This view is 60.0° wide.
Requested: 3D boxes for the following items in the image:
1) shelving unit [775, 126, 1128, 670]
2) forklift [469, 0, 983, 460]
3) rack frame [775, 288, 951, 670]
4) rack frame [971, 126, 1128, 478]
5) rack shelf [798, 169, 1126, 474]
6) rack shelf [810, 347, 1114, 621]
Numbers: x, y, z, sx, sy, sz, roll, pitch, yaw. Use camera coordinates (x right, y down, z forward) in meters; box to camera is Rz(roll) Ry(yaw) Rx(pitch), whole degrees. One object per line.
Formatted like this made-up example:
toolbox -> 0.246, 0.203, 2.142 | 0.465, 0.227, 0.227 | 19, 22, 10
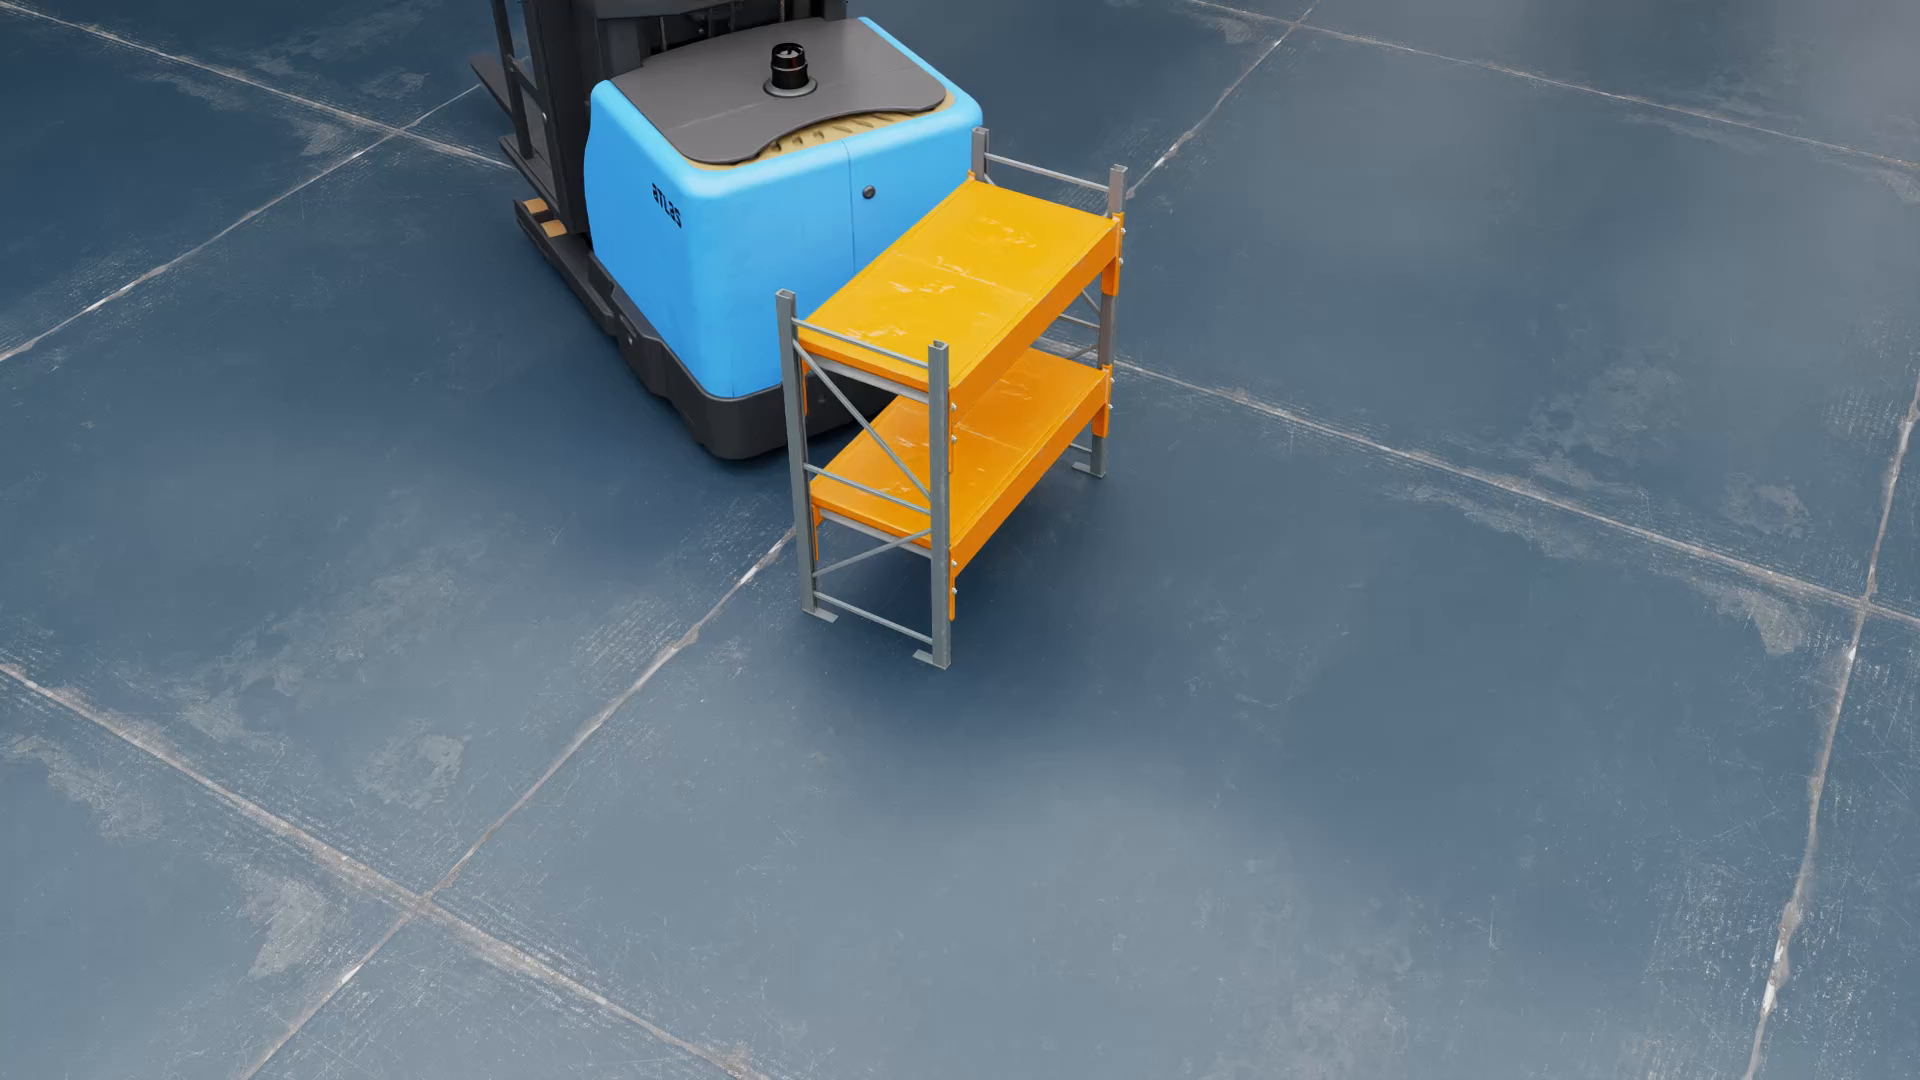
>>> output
shelving unit -> 0.003, -0.426, 4.883 | 0.538, 1.125, 1.048 | 21, 45, 22
forklift -> -1.099, -2.319, 5.665 | 1.130, 2.935, 3.031 | -22, 46, -23
rack frame -> -0.251, -0.135, 4.552 | 0.500, 1.125, 0.032 | 21, 45, 22
rack frame -> 0.258, -0.717, 5.213 | 0.500, 1.125, 0.032 | 21, 45, 22
rack shelf -> 0.003, -0.646, 4.689 | 0.538, 0.278, 1.000 | 21, 45, 22
rack shelf -> 0.003, -0.243, 5.044 | 0.538, 0.278, 1.000 | 21, 45, 22
